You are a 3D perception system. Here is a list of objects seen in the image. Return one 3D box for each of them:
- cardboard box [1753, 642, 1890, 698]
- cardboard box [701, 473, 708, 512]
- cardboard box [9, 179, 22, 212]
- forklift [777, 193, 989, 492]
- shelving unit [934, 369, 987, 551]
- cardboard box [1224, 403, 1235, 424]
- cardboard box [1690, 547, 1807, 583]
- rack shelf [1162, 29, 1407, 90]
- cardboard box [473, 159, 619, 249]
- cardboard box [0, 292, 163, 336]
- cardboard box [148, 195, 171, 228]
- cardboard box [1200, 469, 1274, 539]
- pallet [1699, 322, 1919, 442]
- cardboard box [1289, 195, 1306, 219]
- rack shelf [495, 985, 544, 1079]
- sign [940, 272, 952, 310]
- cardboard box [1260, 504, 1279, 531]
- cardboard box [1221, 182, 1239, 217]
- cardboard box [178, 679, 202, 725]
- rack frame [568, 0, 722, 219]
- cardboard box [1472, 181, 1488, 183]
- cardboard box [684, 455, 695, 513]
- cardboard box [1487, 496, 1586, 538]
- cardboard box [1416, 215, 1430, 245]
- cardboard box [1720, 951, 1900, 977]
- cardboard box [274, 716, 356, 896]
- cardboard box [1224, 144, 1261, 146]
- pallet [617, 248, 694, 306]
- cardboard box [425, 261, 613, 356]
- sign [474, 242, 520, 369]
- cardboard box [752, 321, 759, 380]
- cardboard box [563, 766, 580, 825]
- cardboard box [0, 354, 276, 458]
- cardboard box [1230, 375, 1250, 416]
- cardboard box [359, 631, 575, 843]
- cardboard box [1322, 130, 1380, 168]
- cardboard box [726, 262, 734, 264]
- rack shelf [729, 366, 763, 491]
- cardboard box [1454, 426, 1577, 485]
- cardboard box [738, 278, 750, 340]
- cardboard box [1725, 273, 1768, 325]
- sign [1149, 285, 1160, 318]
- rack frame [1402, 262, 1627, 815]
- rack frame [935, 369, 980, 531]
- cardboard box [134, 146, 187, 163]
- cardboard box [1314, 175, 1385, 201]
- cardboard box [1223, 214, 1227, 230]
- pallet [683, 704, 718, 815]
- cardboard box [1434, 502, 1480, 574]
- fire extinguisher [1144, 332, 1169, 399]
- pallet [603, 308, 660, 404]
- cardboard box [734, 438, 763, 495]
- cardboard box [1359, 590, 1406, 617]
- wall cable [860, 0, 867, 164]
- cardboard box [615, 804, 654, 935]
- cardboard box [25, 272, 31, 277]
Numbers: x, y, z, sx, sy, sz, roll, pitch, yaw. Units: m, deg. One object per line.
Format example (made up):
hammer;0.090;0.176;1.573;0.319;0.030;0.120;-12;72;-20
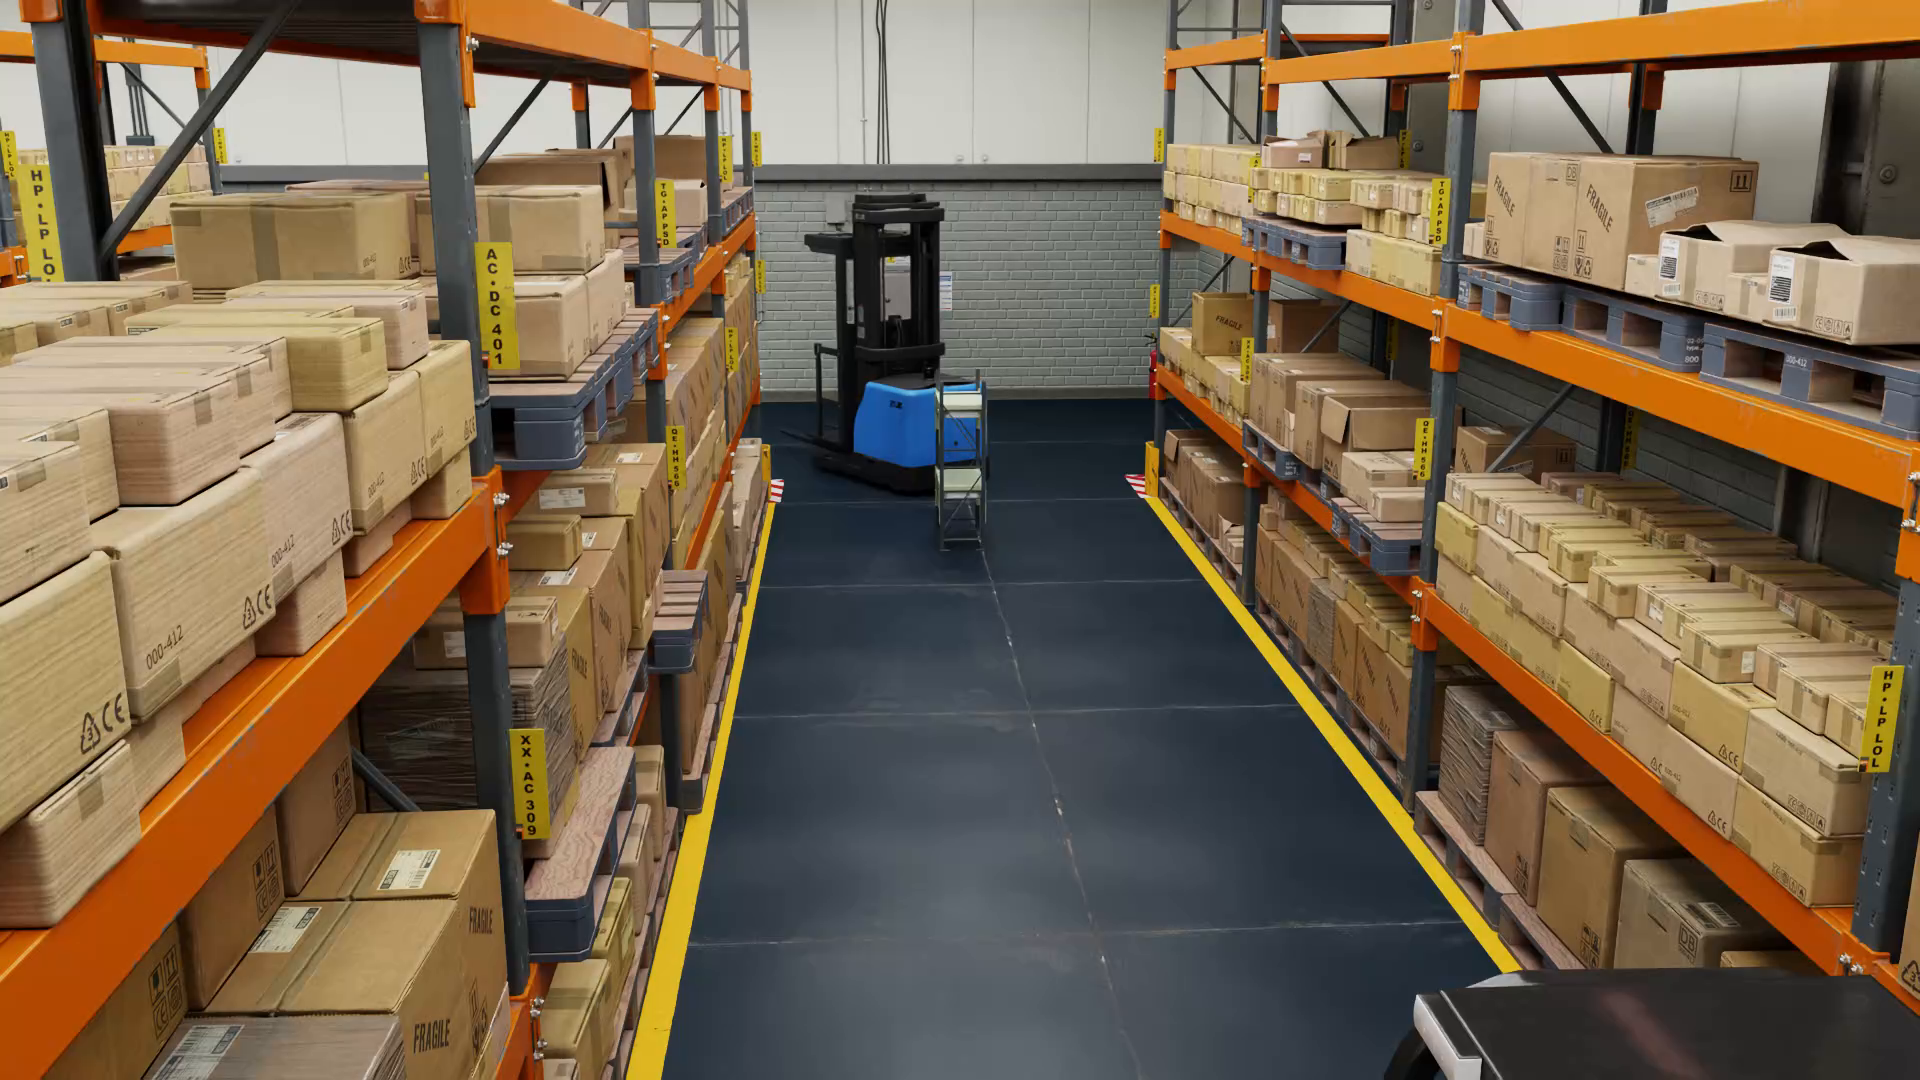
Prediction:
cardboard box;2.974;0.462;5.707;0.380;0.149;0.250;-1;14;-3
cardboard box;-1.878;-0.319;10.547;0.500;0.250;0.500;-1;14;-3
cardboard box;-6.961;-2.524;12.095;0.500;0.250;0.500;0;14;-2
forklift;-0.953;-2.213;17.746;1.130;2.935;3.031;-10;17;-34
shelving unit;0.000;-0.725;14.833;0.431;1.500;0.755;-1;14;-3
cardboard box;2.368;-1.040;13.553;0.380;0.149;0.250;-1;14;-2
cardboard box;3.302;0.134;6.984;0.380;0.149;0.250;0;14;-2
rack shelf;2.594;-4.010;14.004;1.077;0.370;4.000;-1;14;-3
cardboard box;-2.162;-1.683;8.477;0.797;0.503;0.637;-2;15;-7
cardboard box;-2.002;-0.460;3.679;0.380;0.149;0.250;0;14;-2
cardboard box;-7.070;-2.794;14.147;0.500;0.250;0.500;0;14;-1
cardboard box;2.492;-0.320;14.425;0.700;0.500;0.500;-1;14;-6
pallet;3.146;-0.547;5.498;0.805;0.209;1.217;-1;15;-6
cardboard box;2.405;-2.206;11.021;0.380;0.149;0.250;-1;14;-4
rack shelf;-1.617;1.955;2.851;1.077;0.370;4.000;-1;14;-3
sign;-0.271;-3.286;21.969;0.329;0.494;0.001;-1;14;-3
cardboard box;2.474;-0.171;12.544;0.380;0.149;0.250;0;14;-1
cardboard box;2.395;-2.727;13.290;0.500;0.250;0.500;-1;14;-5
cardboard box;-1.416;0.238;2.565;0.380;0.149;0.250;-1;14;-4
rack frame;-2.236;-3.785;11.680;1.000;3.000;0.127;-1;14;-3
cardboard box;3.146;-2.029;9.778;0.380;0.149;0.250;-1;14;-4
cardboard box;-1.804;-0.313;9.521;0.500;0.250;0.500;-1;14;-2
cardboard box;2.751;-0.112;7.938;0.380;0.149;0.250;0;14;-2
cardboard box;2.707;-1.685;9.037;0.380;0.149;0.250;-1;14;-5
cardboard box;3.170;1.849;5.743;0.875;0.625;0.625;0;14;-1
cardboard box;-1.930;0.546;4.082;0.700;0.500;0.500;-1;14;-4
cardboard box;2.776;-3.612;15.728;0.500;0.250;0.500;-1;14;-5
pallet;-2.081;-1.406;8.830;1.213;0.211;1.003;0;14;-1
cardboard box;-1.409;-0.752;5.366;0.500;0.250;0.500;-1;14;-4
sign;-1.199;-0.604;4.296;0.100;0.325;0.005;-1;14;-3
cardboard box;-2.190;-1.807;15.831;0.500;0.500;0.500;-1;14;-3
cardboard box;-1.466;0.823;5.468;0.380;0.149;0.250;-1;14;-2
cardboard box;-1.355;-0.211;2.709;0.380;0.149;0.250;-1;14;-3
cardboard box;2.443;-1.152;13.188;0.500;0.250;0.500;-1;14;-2
cardboard box;-1.483;0.593;5.063;0.500;0.500;0.500;-1;14;-2
cardboard box;2.805;-2.810;11.941;0.396;0.266;0.258;-1;14;-4
cardboard box;-2.202;-2.380;14.750;0.380;0.149;0.250;-1;14;-4
rack shelf;-2.360;-1.029;14.450;1.077;0.370;4.000;-1;14;-3
cardboard box;3.090;-0.345;9.304;0.500;0.500;0.500;0;14;-1
cardboard box;-2.127;-2.039;14.723;0.500;0.500;0.500;-1;14;-4
cardboard box;2.842;-0.820;5.633;0.380;0.149;0.250;-1;14;-4
sign;1.928;-2.363;16.454;0.100;0.325;0.005;-1;14;-3
rack frame;2.966;0.037;8.862;1.000;3.000;0.127;-1;14;-3
rack frame;-0.022;-0.816;15.187;0.400;1.500;0.023;-1;14;-3
cardboard box;-7.165;-3.448;14.885;0.380;0.149;0.250;-1;14;-3
cardboard box;2.453;-2.221;10.484;0.380;0.149;0.250;-1;14;-3
cardboard box;2.383;-2.629;13.711;0.380;0.149;0.250;0;14;-2
pallet;-1.962;1.268;9.675;1.003;0.211;1.213;-1;14;-3
cardboard box;2.724;-0.018;8.374;0.500;0.250;0.500;-1;14;-3
fire extinguisher;2.000;-1.764;16.766;0.296;0.674;0.183;-1;14;-3
pallet;-1.740;-0.665;5.949;1.213;0.211;1.003;-1;14;-3
cardboard box;-2.343;-0.675;15.929;0.875;0.438;0.875;-1;14;-5
cardboard box;2.691;0.411;10.280;0.380;0.149;0.250;0;14;-2
wall cable;-2.367;-6.202;21.070;2.355;3.000;0.029;-1;14;-3
cardboard box;-1.910;1.508;7.576;0.950;0.372;0.625;-1;14;-5
cardboard box;-7.573;-1.953;13.791;0.500;0.500;0.500;-1;14;-5
